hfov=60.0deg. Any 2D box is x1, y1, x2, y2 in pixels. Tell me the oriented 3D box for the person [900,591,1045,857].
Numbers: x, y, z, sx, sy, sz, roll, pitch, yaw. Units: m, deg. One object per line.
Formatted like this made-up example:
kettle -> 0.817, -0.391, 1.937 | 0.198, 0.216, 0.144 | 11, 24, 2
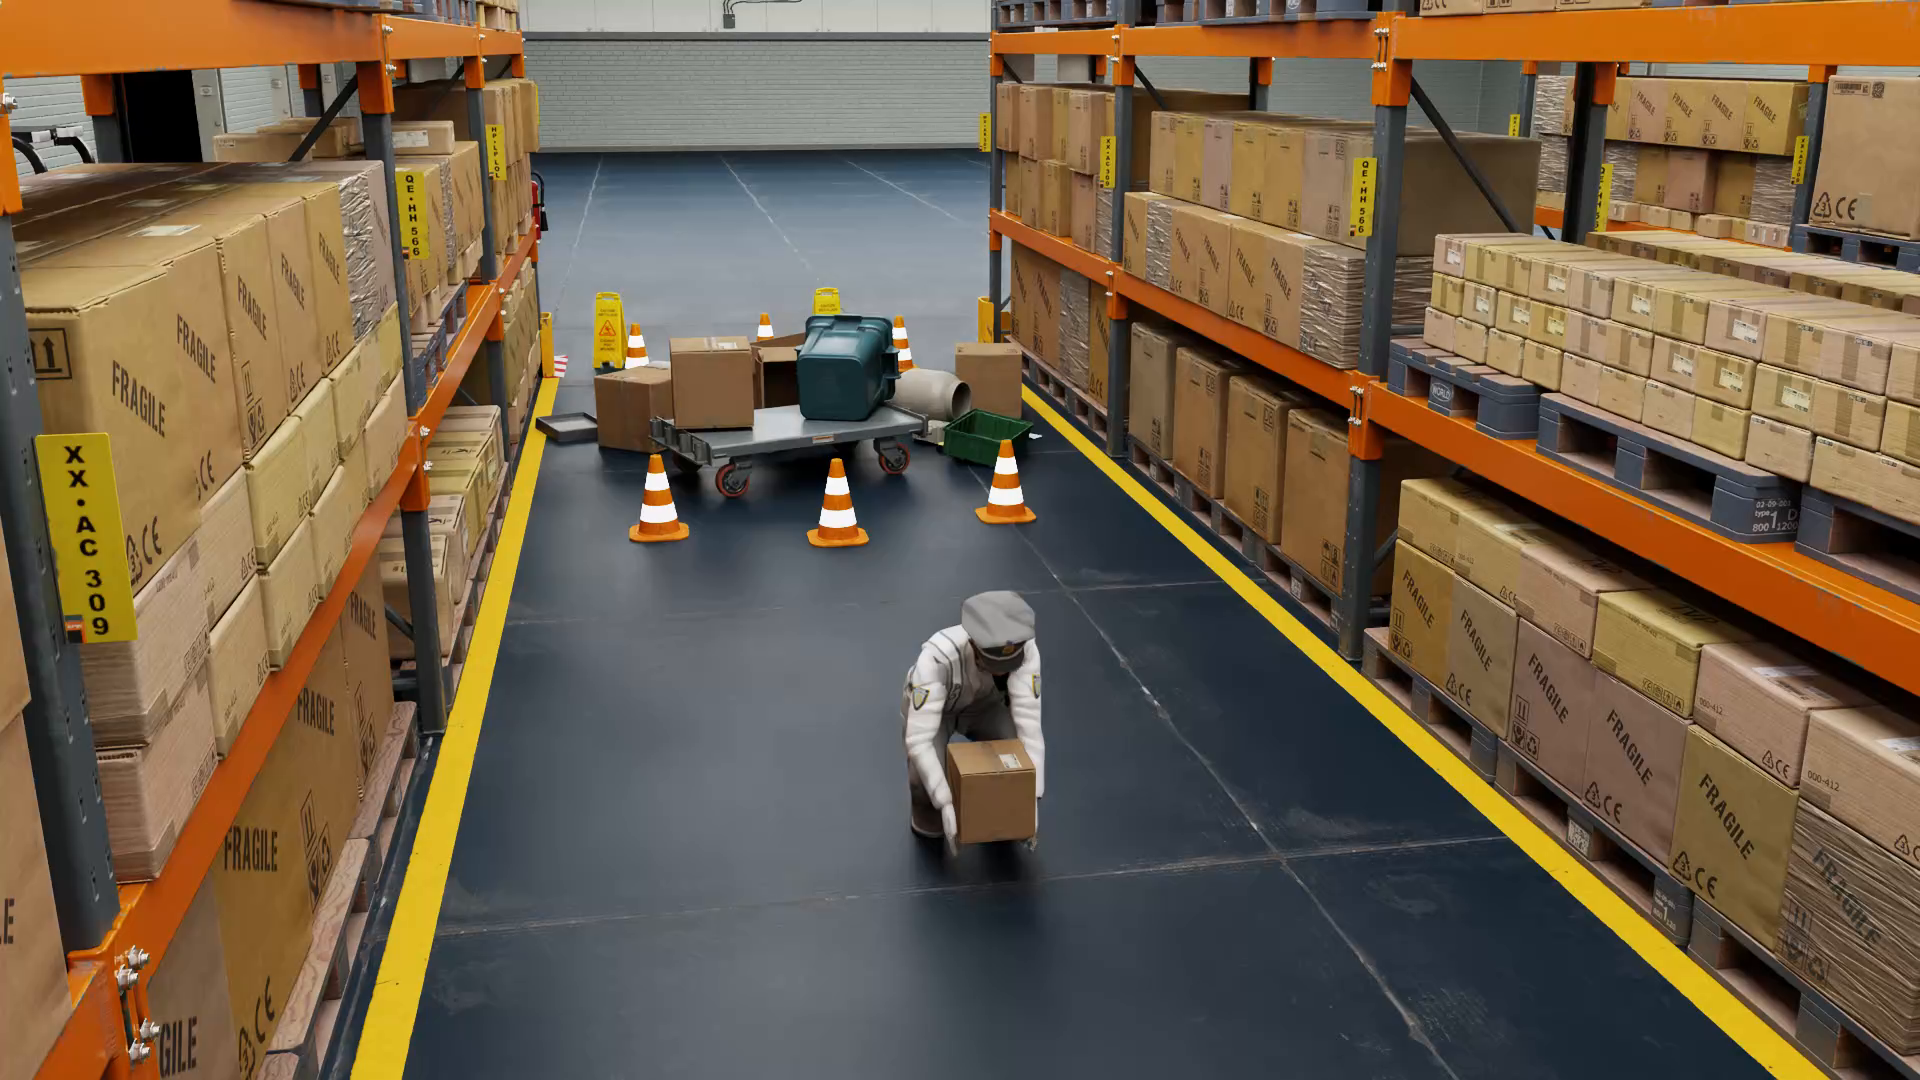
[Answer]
person -> 0.029, 0.598, 5.770 | 0.490, 0.969, 0.823 | -3, 17, -11
